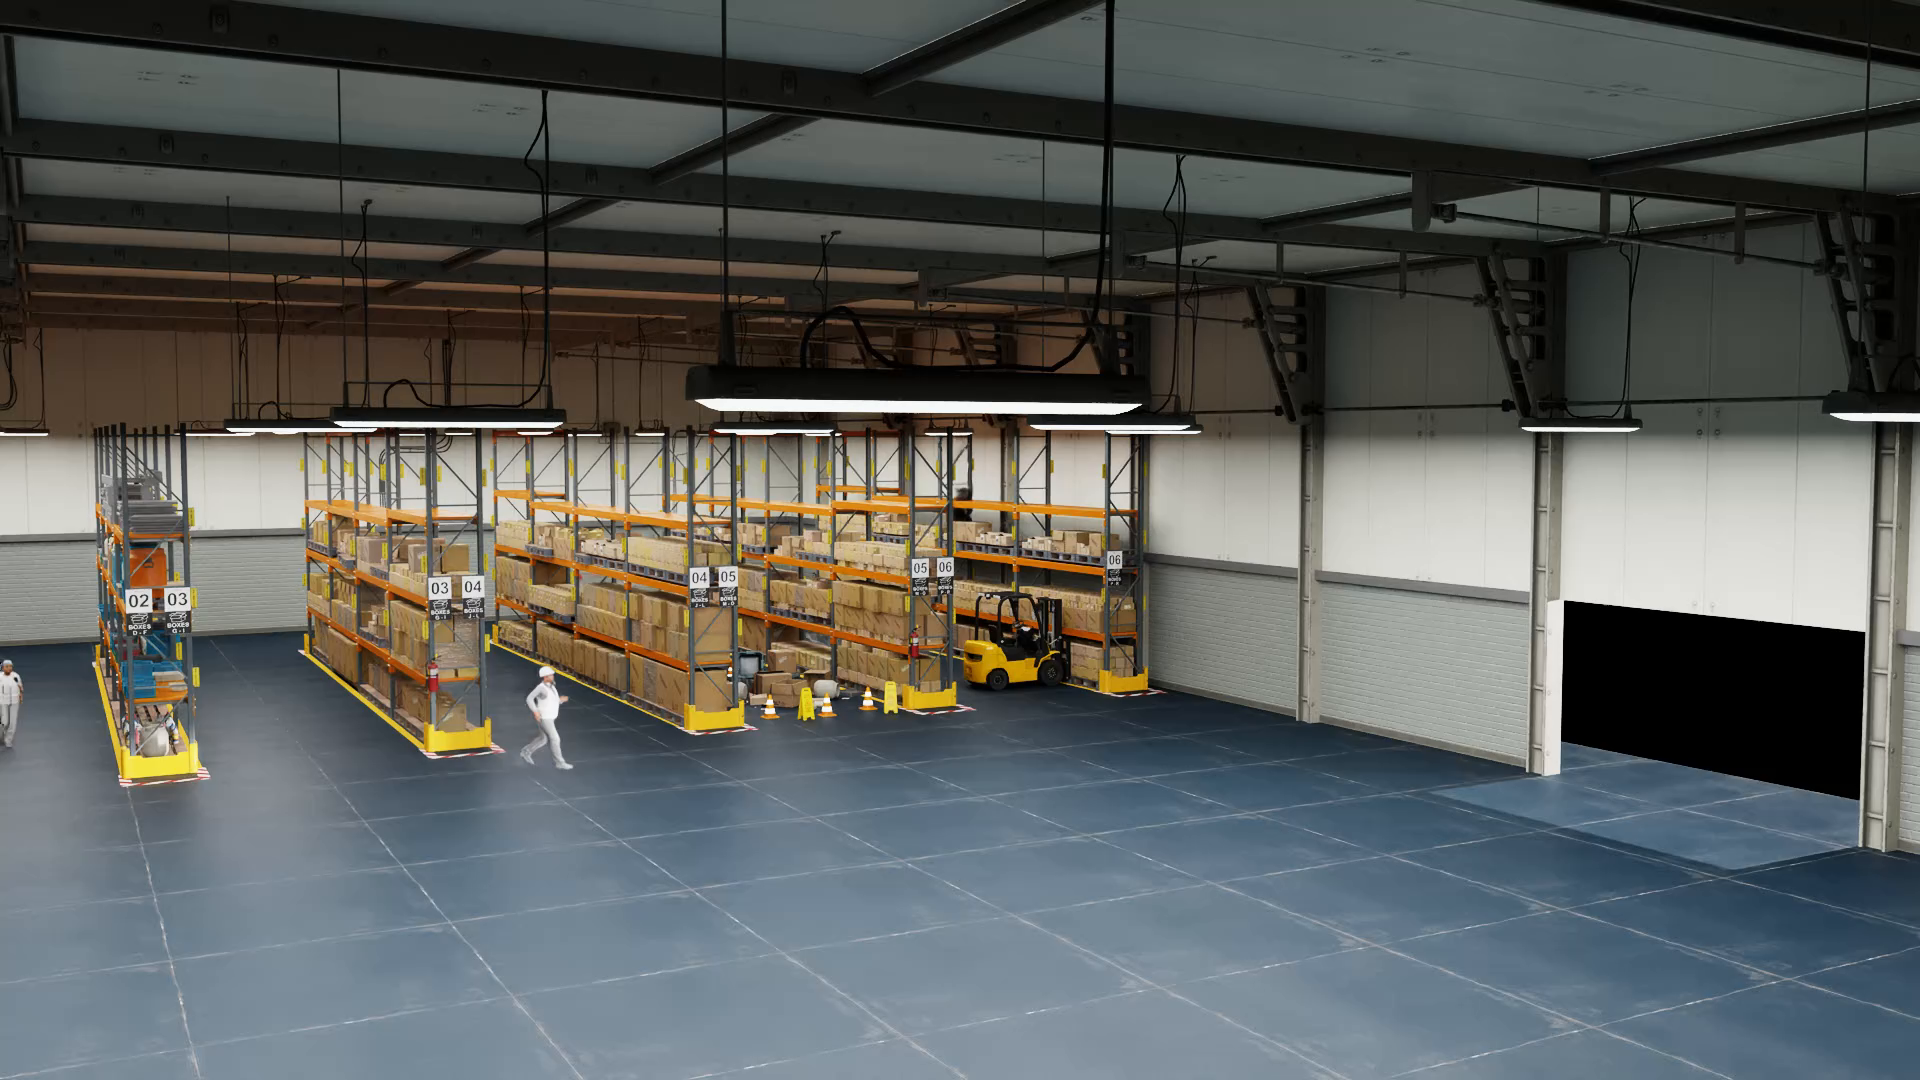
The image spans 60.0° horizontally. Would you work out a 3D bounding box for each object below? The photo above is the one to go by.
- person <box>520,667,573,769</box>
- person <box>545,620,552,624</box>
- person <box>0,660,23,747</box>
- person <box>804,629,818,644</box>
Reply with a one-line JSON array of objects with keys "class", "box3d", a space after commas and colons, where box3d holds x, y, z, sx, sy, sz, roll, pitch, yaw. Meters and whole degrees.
[{"class": "person", "box3d": [-7.166, 3.065, 28.728, 0.971, 1.764, 0.654, 0, 3, 5]}, {"class": "person", "box3d": [-11.976, 1.908, 48.697, 0.546, 1.745, 0.662, -2, 4, -25]}, {"class": "person", "box3d": [-17.670, 3.039, 30.864, 0.536, 1.622, 0.581, 3, 5, 42]}, {"class": "person", "box3d": [-3.998, 2.149, 44.614, 0.687, 1.738, 0.551, -2, 4, -28]}]
